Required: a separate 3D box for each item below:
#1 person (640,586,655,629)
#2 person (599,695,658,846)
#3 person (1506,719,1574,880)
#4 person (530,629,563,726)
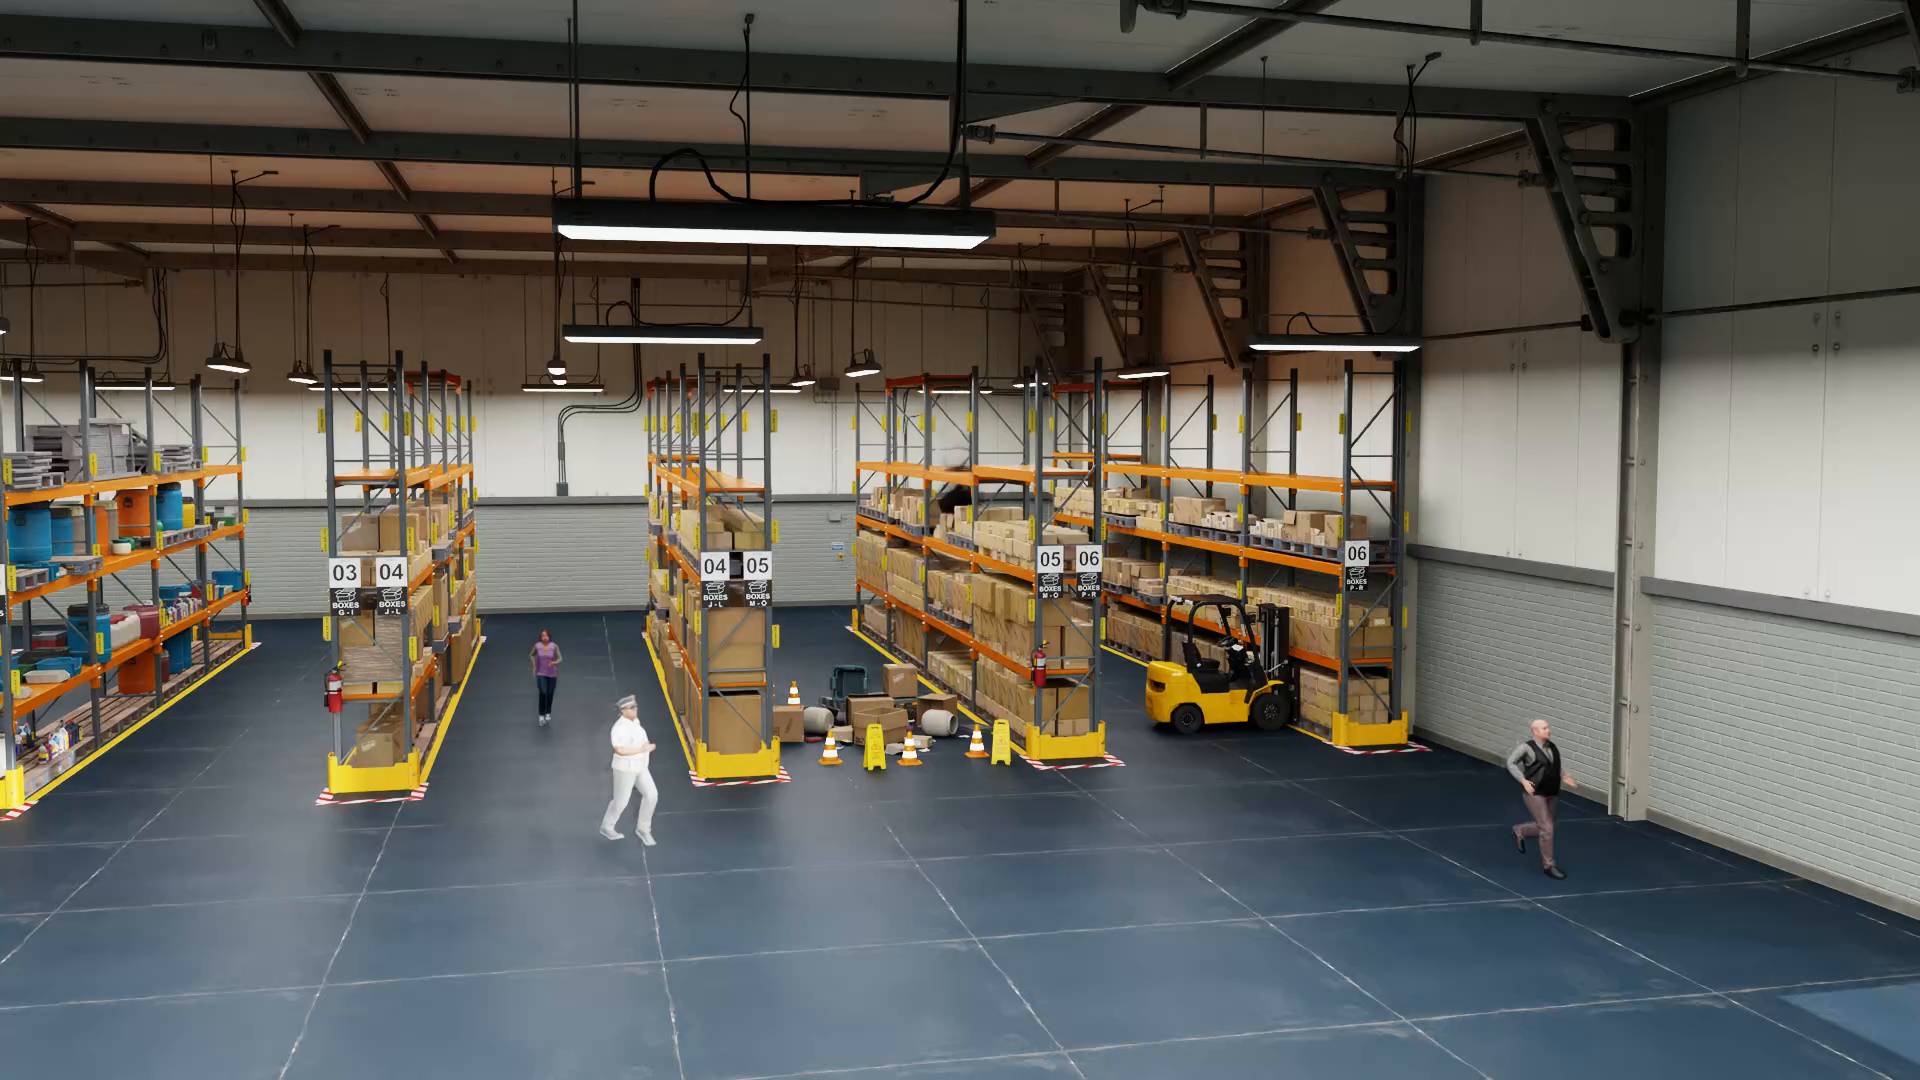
[{"bbox_3d":[-7.430,1.381,40.545,0.840,1.595,0.668,0,4,5],"label":"person"},{"bbox_3d":[-3.945,2.751,19.758,0.770,1.848,0.626,2,4,24],"label":"person"},{"bbox_3d":[6.476,2.863,18.642,0.662,1.721,0.880,-2,4,-27],"label":"person"},{"bbox_3d":[-6.881,2.279,27.683,0.517,1.605,0.673,-1,4,-18],"label":"person"}]
